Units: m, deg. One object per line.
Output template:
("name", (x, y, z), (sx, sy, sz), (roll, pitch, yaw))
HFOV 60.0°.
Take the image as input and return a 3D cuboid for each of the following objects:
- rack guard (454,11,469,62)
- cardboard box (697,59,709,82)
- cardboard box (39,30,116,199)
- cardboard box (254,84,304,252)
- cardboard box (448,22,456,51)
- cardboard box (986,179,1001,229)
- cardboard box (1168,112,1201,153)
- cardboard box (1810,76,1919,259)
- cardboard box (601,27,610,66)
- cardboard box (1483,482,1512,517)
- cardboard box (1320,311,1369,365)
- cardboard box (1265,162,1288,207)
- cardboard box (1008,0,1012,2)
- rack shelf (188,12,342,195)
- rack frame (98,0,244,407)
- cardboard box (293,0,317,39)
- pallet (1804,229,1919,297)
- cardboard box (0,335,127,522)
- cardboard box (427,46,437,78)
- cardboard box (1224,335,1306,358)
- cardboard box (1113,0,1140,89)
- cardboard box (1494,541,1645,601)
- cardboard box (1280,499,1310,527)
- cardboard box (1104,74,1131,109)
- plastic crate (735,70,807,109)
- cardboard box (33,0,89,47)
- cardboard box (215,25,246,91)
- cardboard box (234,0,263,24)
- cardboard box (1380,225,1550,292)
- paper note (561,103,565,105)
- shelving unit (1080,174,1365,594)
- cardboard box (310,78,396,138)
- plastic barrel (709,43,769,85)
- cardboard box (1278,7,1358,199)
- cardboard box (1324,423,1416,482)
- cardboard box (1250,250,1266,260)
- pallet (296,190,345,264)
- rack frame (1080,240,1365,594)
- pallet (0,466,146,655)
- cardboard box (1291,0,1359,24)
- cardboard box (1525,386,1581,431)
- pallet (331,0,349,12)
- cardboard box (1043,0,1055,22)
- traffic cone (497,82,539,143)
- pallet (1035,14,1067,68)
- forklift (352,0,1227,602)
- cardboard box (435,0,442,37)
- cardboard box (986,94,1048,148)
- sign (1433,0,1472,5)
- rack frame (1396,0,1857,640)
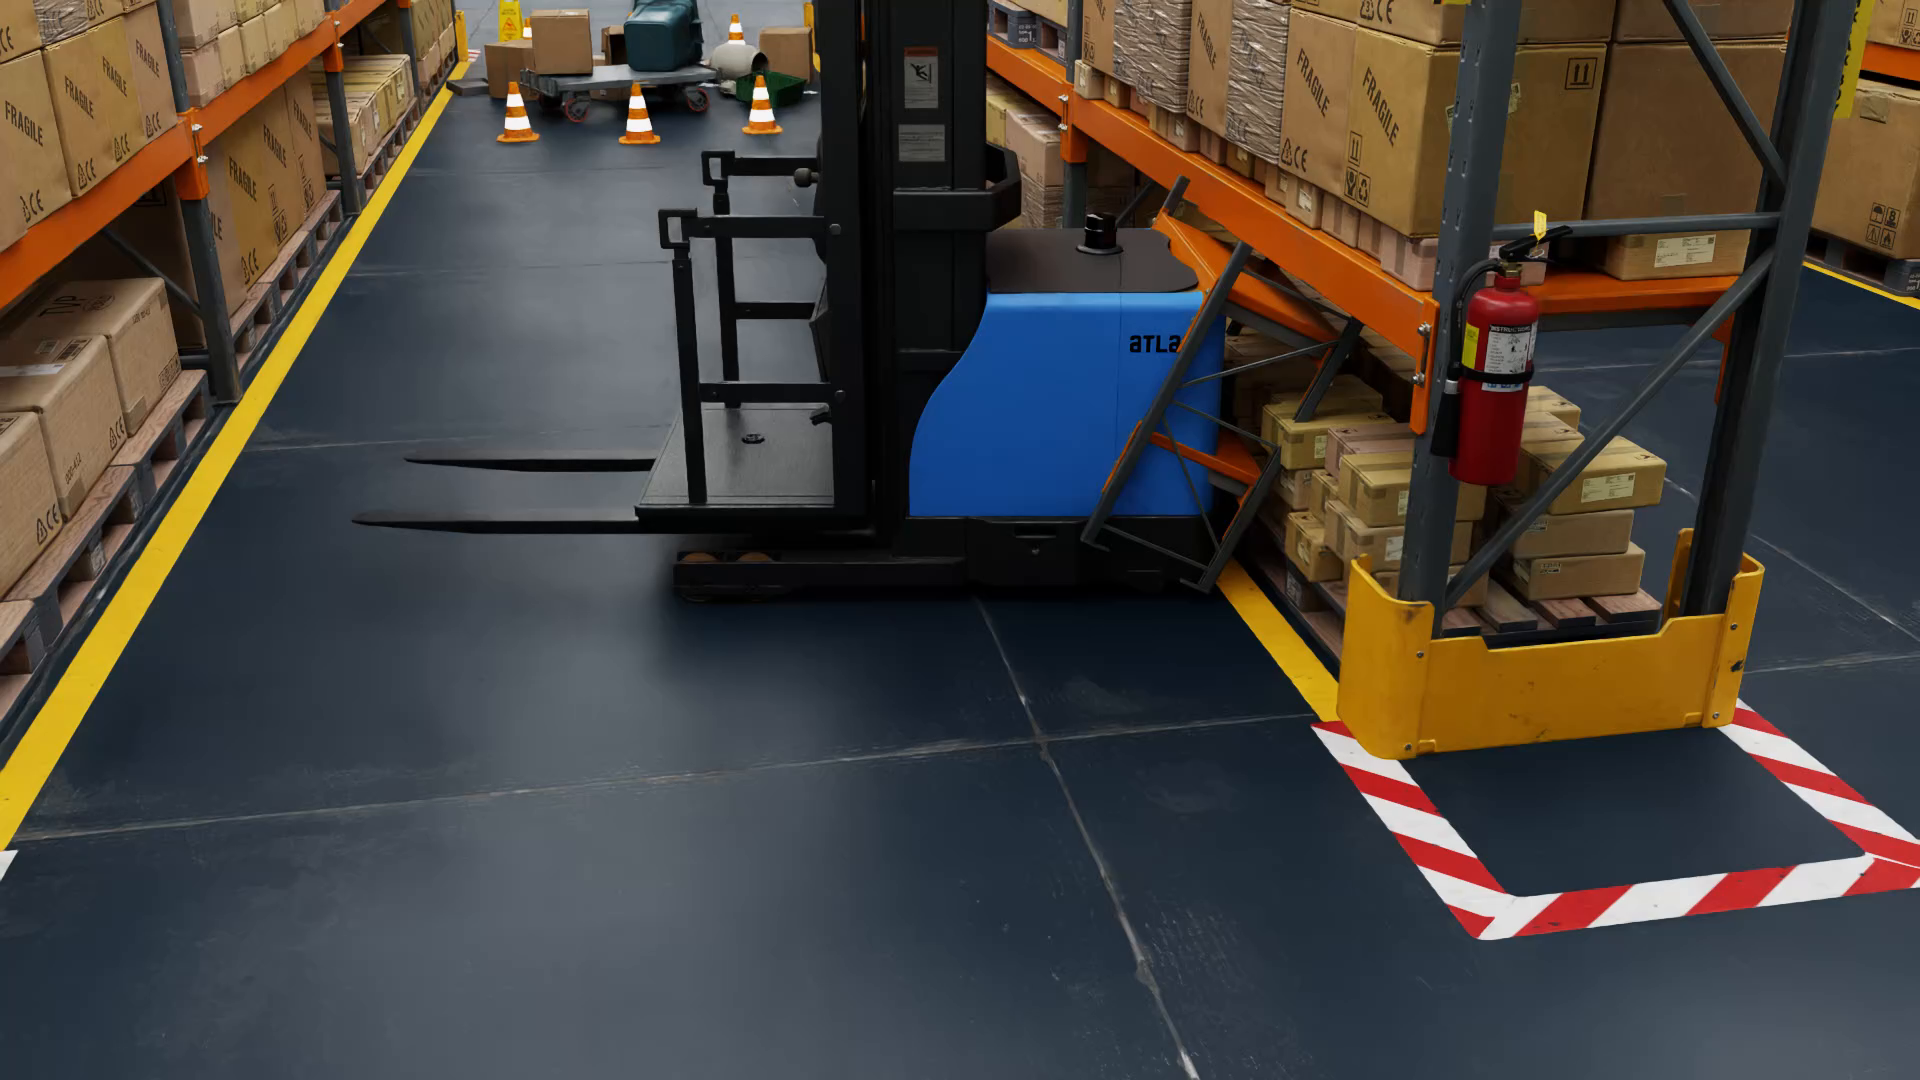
("rack guard", (-6.039, -5.528, 18.283), (1.175, 0.500, 0.348), (-4, 24, -10))
("cardboard box", (-2.595, -4.823, 16.961), (0.396, 0.266, 0.258), (0, 24, -1))
("cardboard box", (-3.289, -1.467, 5.736), (0.500, 0.500, 0.500), (-5, 24, -11))
("cardboard box", (-4.367, -2.146, 9.547), (0.875, 0.875, 0.875), (-4, 24, -9))
("cardboard box", (-5.635, -5.328, 17.613), (0.500, 0.250, 0.500), (-4, 24, -10))
("cardboard box", (0.442, -2.113, 9.938), (0.500, 0.500, 0.500), (-5, 24, -11))
("cardboard box", (1.034, -1.624, 6.535), (0.380, 0.149, 0.250), (-3, 24, -7))
("cardboard box", (5.767, -2.186, 9.637), (1.225, 0.875, 0.875), (-4, 24, -10))
("cardboard box", (-3.240, -5.056, 17.197), (0.637, 0.503, 0.797), (18, 29, 36))
("cardboard box", (1.912, -0.175, 5.569), (0.380, 0.149, 0.250), (-4, 24, -10))
("cardboard box", (1.585, -0.814, 6.660), (0.380, 0.149, 0.250), (-4, 24, -10))
("cardboard box", (1.253, -1.211, 5.589), (0.380, 0.149, 0.250), (-5, 24, -12))
("cardboard box", (0.450, -3.225, 9.676), (0.380, 0.149, 0.250), (-5, 24, -11))
("rack shelf", (-4.204, -2.440, 8.989), (1.077, 0.370, 4.000), (-4, 24, -10))
("rack frame", (-3.834, -1.983, 7.043), (1.000, 3.000, 0.127), (-4, 24, -10))
("cardboard box", (-4.115, -3.108, 9.807), (0.500, 0.250, 0.500), (-4, 24, -9))
("pallet", (5.688, -1.737, 9.963), (1.003, 0.211, 1.213), (-4, 24, -10))
("cardboard box", (-3.657, -0.395, 6.082), (0.875, 0.438, 0.875), (-5, 24, -11))
("cardboard box", (-5.267, -4.524, 15.771), (0.500, 0.250, 0.500), (-3, 24, -7))
("cardboard box", (1.212, -0.680, 6.352), (0.380, 0.149, 0.250), (-5, 24, -12))
("cardboard box", (0.954, -2.164, 6.961), (0.500, 0.500, 0.500), (-4, 24, -10))
("cardboard box", (1.969, 0.068, 5.383), (0.380, 0.149, 0.250), (-4, 24, -9))
("cardboard box", (1.338, -0.098, 5.763), (0.380, 0.149, 0.250), (-4, 24, -10))
("cardboard box", (0.863, -2.043, 7.493), (0.380, 0.149, 0.250), (-4, 24, -8))
("plastic crate", (-1.787, -4.245, 15.664), (0.450, 0.188, 0.662), (17, 27, 13))
("cardboard box", (-3.286, -1.923, 5.530), (0.500, 0.500, 0.500), (-4, 24, -9))
("cardboard box", (-3.753, -2.311, 7.980), (0.500, 0.250, 0.500), (-5, 24, -11))
("cardboard box", (-3.830, -2.741, 8.341), (0.500, 0.250, 0.500), (-4, 24, -9))
("cardboard box", (1.413, -0.808, 4.667), (0.380, 0.149, 0.250), (-4, 24, -10))
("paper note", (-3.735, -4.104, 15.609), (0.148, 0.019, 0.142), (-4, 24, -10))
("shelving unit", (0.837, -0.588, 5.963), (0.538, 1.125, 1.048), (22, 21, -13))
("cardboard box", (-4.948, -3.356, 12.945), (0.950, 0.372, 0.625), (-4, 24, -8))
("plastic barrel", (-2.185, -4.688, 16.455), (0.512, 0.421, 0.421), (13, 27, 27))
("cardboard box", (1.325, -1.359, 5.117), (0.500, 0.500, 0.500), (-5, 24, -11))
("cardboard box", (1.414, -0.267, 5.408), (0.380, 0.149, 0.250), (-4, 24, -9))
("cardboard box", (1.473, -1.232, 7.618), (0.380, 0.149, 0.250), (-5, 24, -10))
("pallet", (-4.502, -1.963, 10.481), (1.003, 0.211, 1.213), (-4, 24, -10))
("rack frame", (0.872, -0.381, 5.500), (0.500, 1.125, 0.032), (22, 21, -13))
("pallet", (-3.542, 0.080, 5.802), (1.003, 0.211, 1.213), (-4, 24, -10))
("cardboard box", (1.329, -1.817, 4.917), (0.500, 0.500, 0.500), (-5, 24, -12))
("cardboard box", (1.899, -0.414, 5.744), (0.380, 0.149, 0.250), (-4, 24, -10))
("pallet", (-4.810, -3.741, 11.308), (1.213, 0.211, 1.003), (-4, 24, -10))
("cardboard box", (0.651, -2.809, 8.722), (0.380, 0.149, 0.250), (-4, 24, -10))
("traffic cone", (-3.708, -3.583, 13.876), (0.336, 0.463, 0.334), (-4, 24, -10))
("pallet", (1.013, -2.613, 8.725), (1.003, 0.211, 1.213), (-4, 24, -10))
("forklift", (-0.627, -1.342, 5.661), (3.031, 2.935, 1.130), (0, 24, 0))
("cardboard box", (-5.462, -5.280, 16.564), (0.500, 0.500, 0.500), (-5, 24, -11))
("cardboard box", (0.432, -2.464, 9.806), (0.500, 0.250, 0.500), (-5, 24, -12))
("sign", (1.202, -1.458, 4.000), (0.100, 0.325, 0.005), (-4, 24, -10))
("rack frame", (1.751, -0.816, 4.371), (1.000, 3.000, 0.127), (-4, 24, -10))
